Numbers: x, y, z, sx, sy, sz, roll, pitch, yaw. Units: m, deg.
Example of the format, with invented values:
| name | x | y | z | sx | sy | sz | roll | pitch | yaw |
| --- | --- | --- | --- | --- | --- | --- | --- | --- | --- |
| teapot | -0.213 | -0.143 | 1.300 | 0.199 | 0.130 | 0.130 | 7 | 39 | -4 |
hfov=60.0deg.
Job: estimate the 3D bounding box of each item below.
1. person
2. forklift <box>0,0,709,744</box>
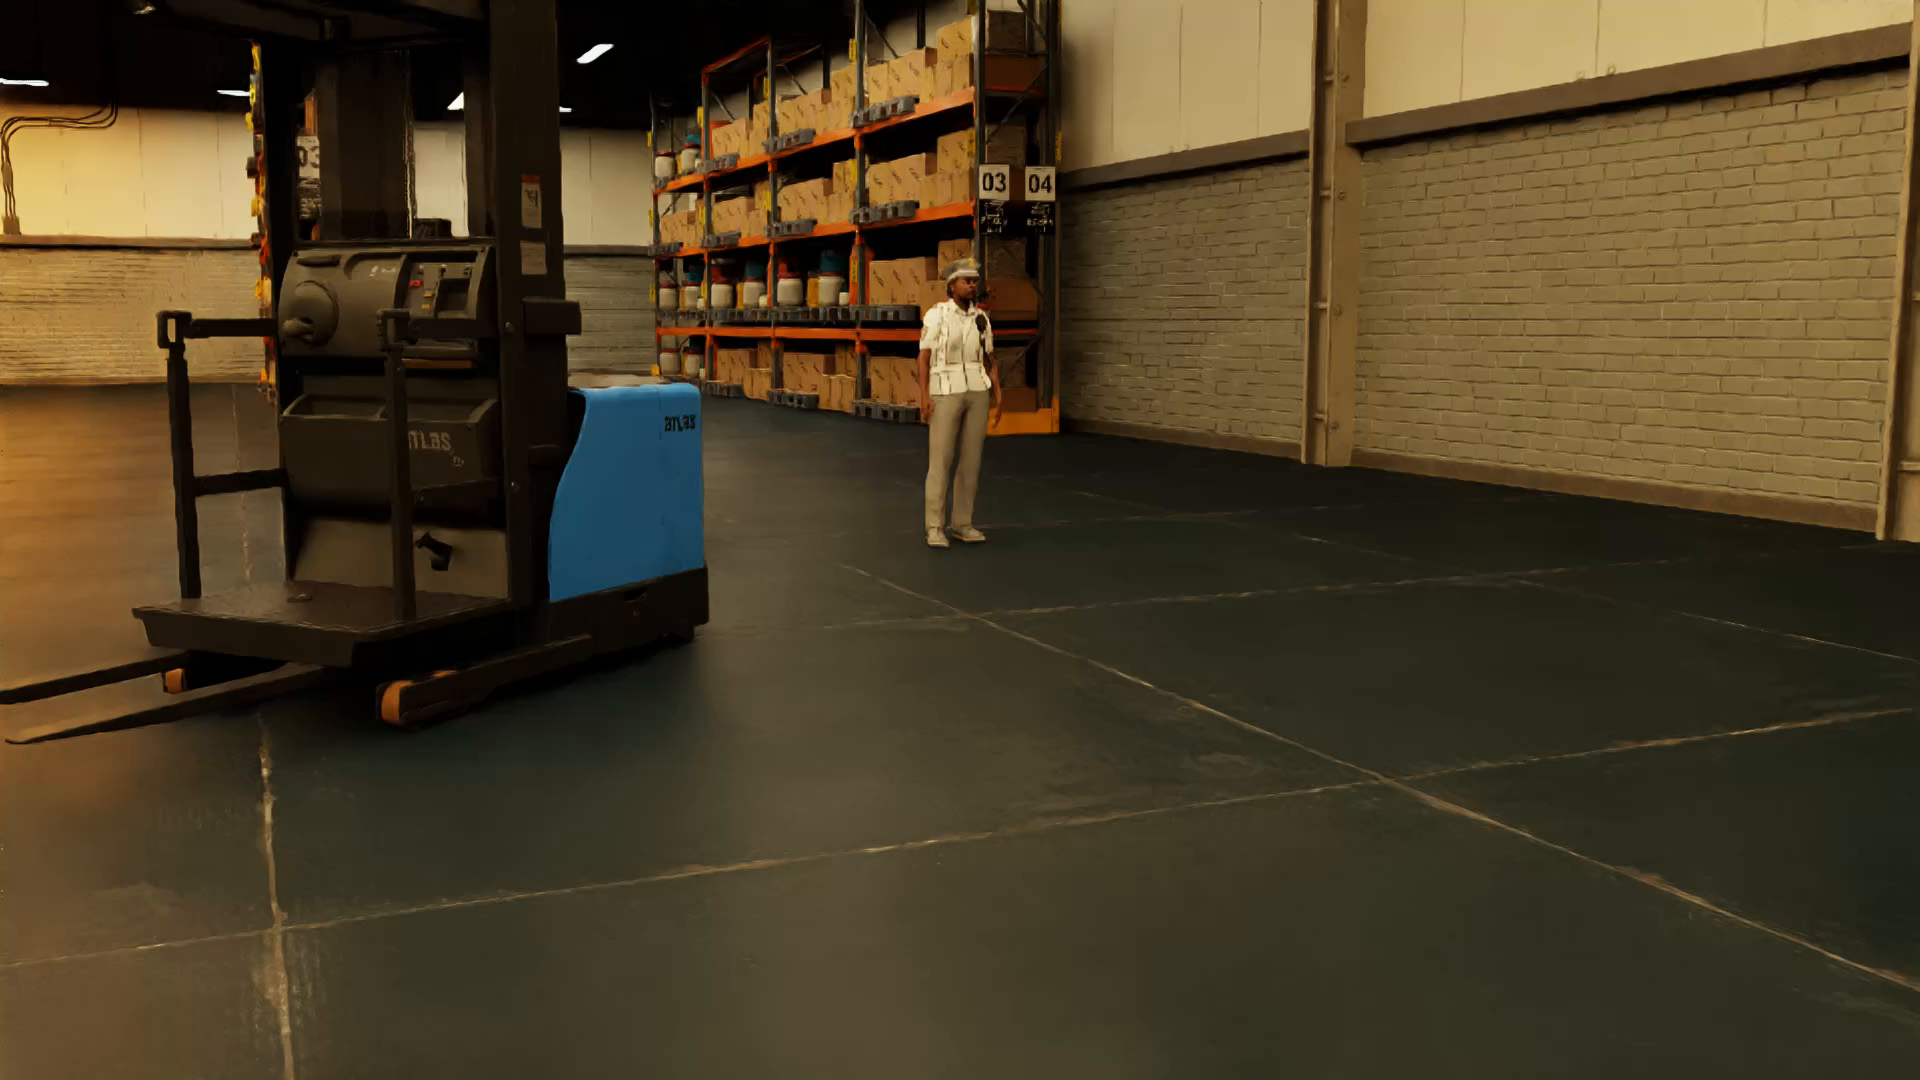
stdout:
| name | x | y | z | sx | sy | sz | roll | pitch | yaw |
| --- | --- | --- | --- | --- | --- | --- | --- | --- | --- |
| person | 0.012 | -0.836 | 9.966 | 0.570 | 1.693 | 0.529 | -3 | 8 | -23 |
| forklift | -2.143 | -0.895 | 5.729 | 1.130 | 2.935 | 3.031 | 4 | 8 | 25 |
